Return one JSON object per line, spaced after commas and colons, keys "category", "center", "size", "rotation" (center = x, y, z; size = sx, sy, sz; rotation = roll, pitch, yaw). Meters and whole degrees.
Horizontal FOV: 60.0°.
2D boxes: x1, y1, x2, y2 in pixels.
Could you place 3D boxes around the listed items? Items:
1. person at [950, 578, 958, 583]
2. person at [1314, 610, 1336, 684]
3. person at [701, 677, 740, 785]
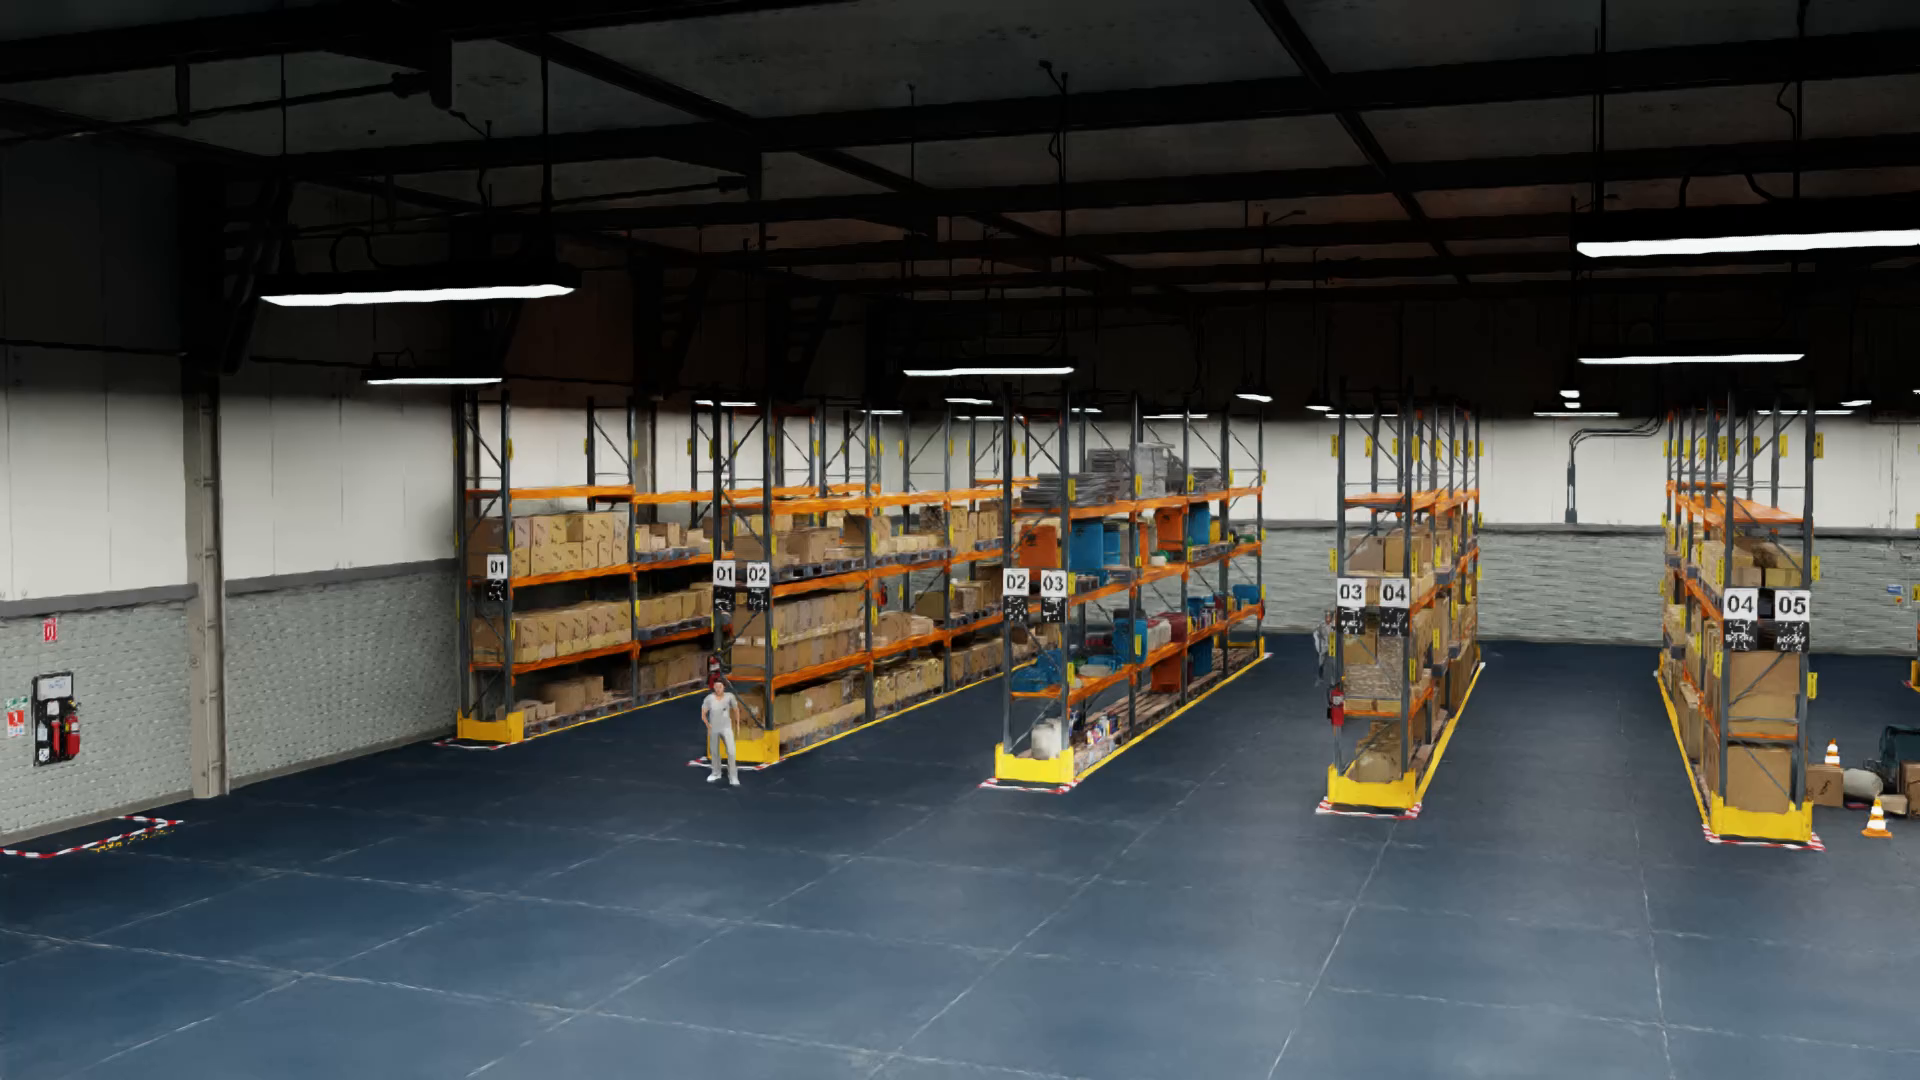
{"category": "person", "center": [-0.148, 1.810, 42.463], "size": [0.577, 1.690, 1.121], "rotation": [1, 3, 23]}
{"category": "person", "center": [7.786, 2.263, 35.115], "size": [0.639, 1.628, 0.512], "rotation": [1, 3, 18]}
{"category": "person", "center": [-3.541, 2.825, 24.789], "size": [0.610, 1.613, 0.786], "rotation": [0, 3, 1]}
